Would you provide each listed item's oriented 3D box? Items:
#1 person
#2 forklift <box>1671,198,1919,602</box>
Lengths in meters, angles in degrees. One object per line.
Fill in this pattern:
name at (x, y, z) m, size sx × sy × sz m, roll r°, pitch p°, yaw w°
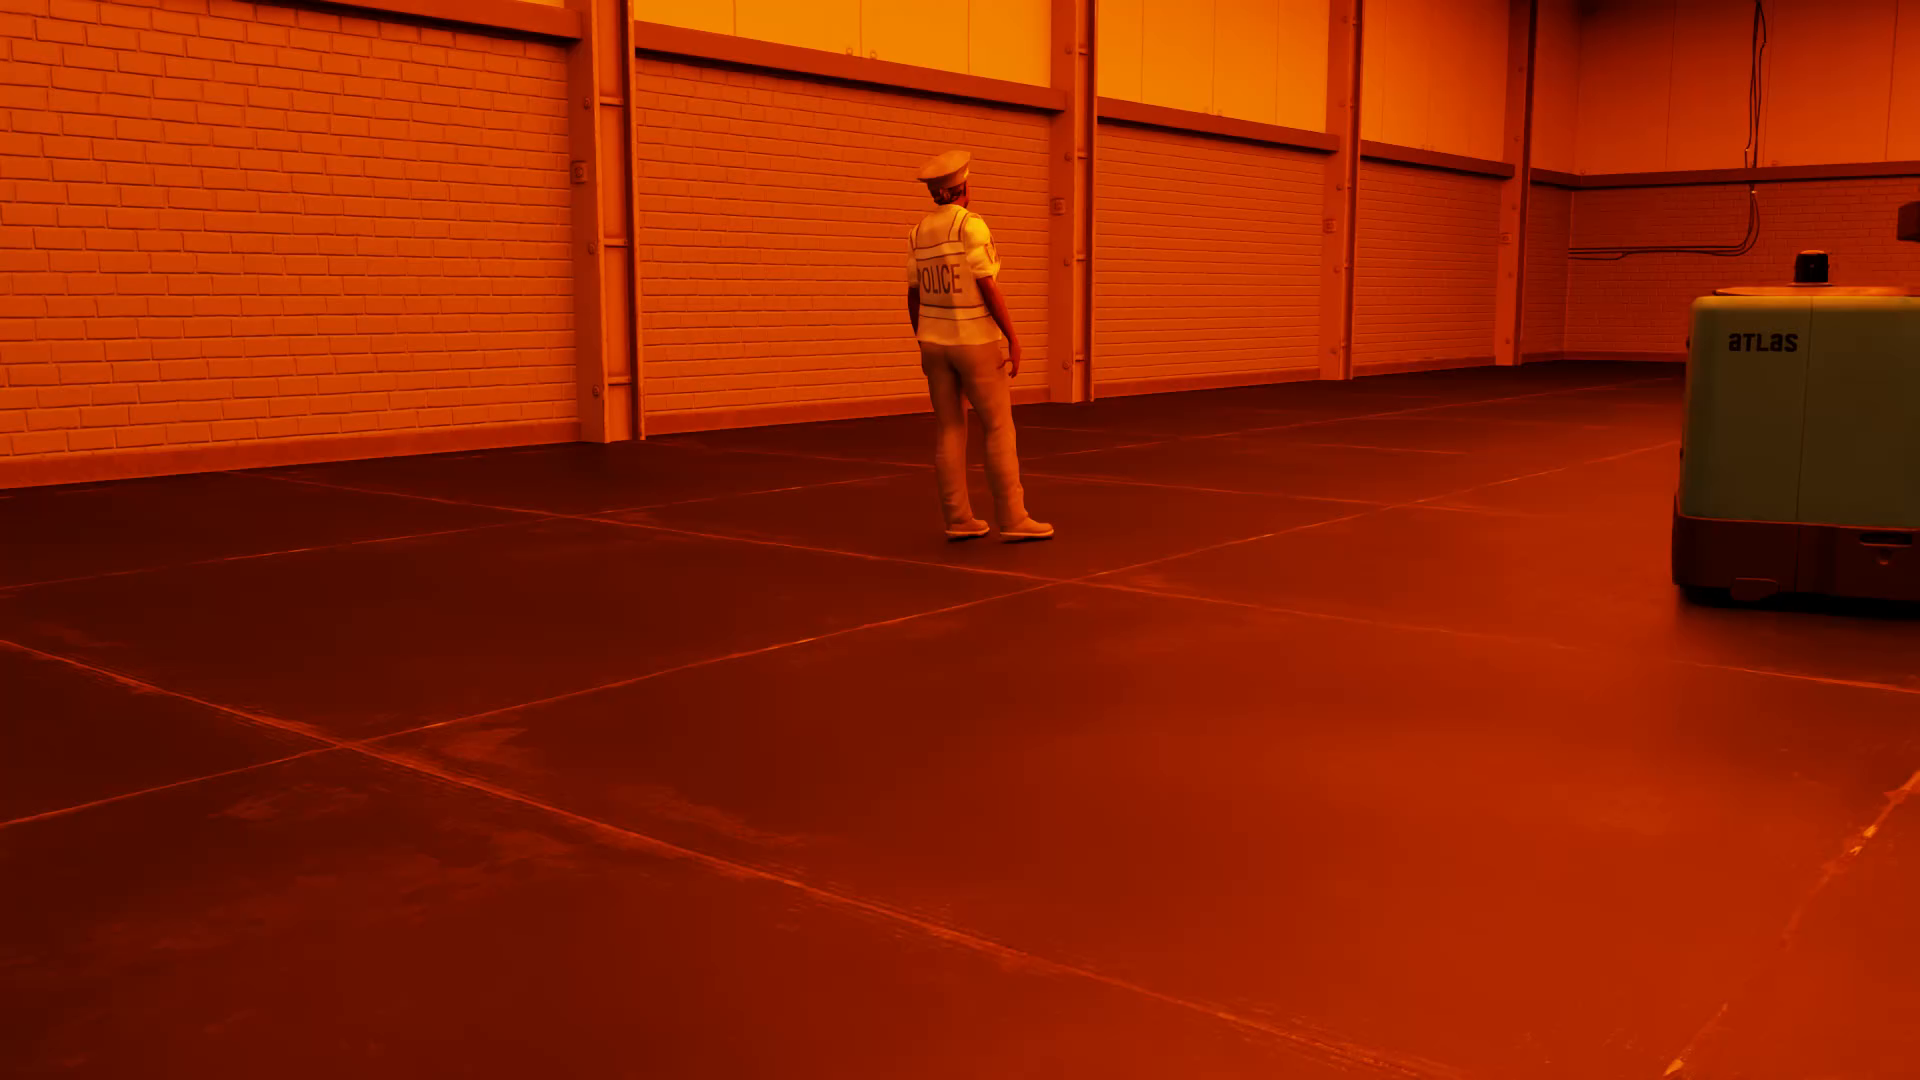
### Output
person at (0.062, -0.852, 7.326) m, size 0.569 × 1.694 × 0.530 m, roll 7°, pitch 11°, yaw 38°
forklift at (4.099, -1.206, 5.525) m, size 3.031 × 2.935 × 1.130 m, roll 3°, pitch 9°, yaw 22°
